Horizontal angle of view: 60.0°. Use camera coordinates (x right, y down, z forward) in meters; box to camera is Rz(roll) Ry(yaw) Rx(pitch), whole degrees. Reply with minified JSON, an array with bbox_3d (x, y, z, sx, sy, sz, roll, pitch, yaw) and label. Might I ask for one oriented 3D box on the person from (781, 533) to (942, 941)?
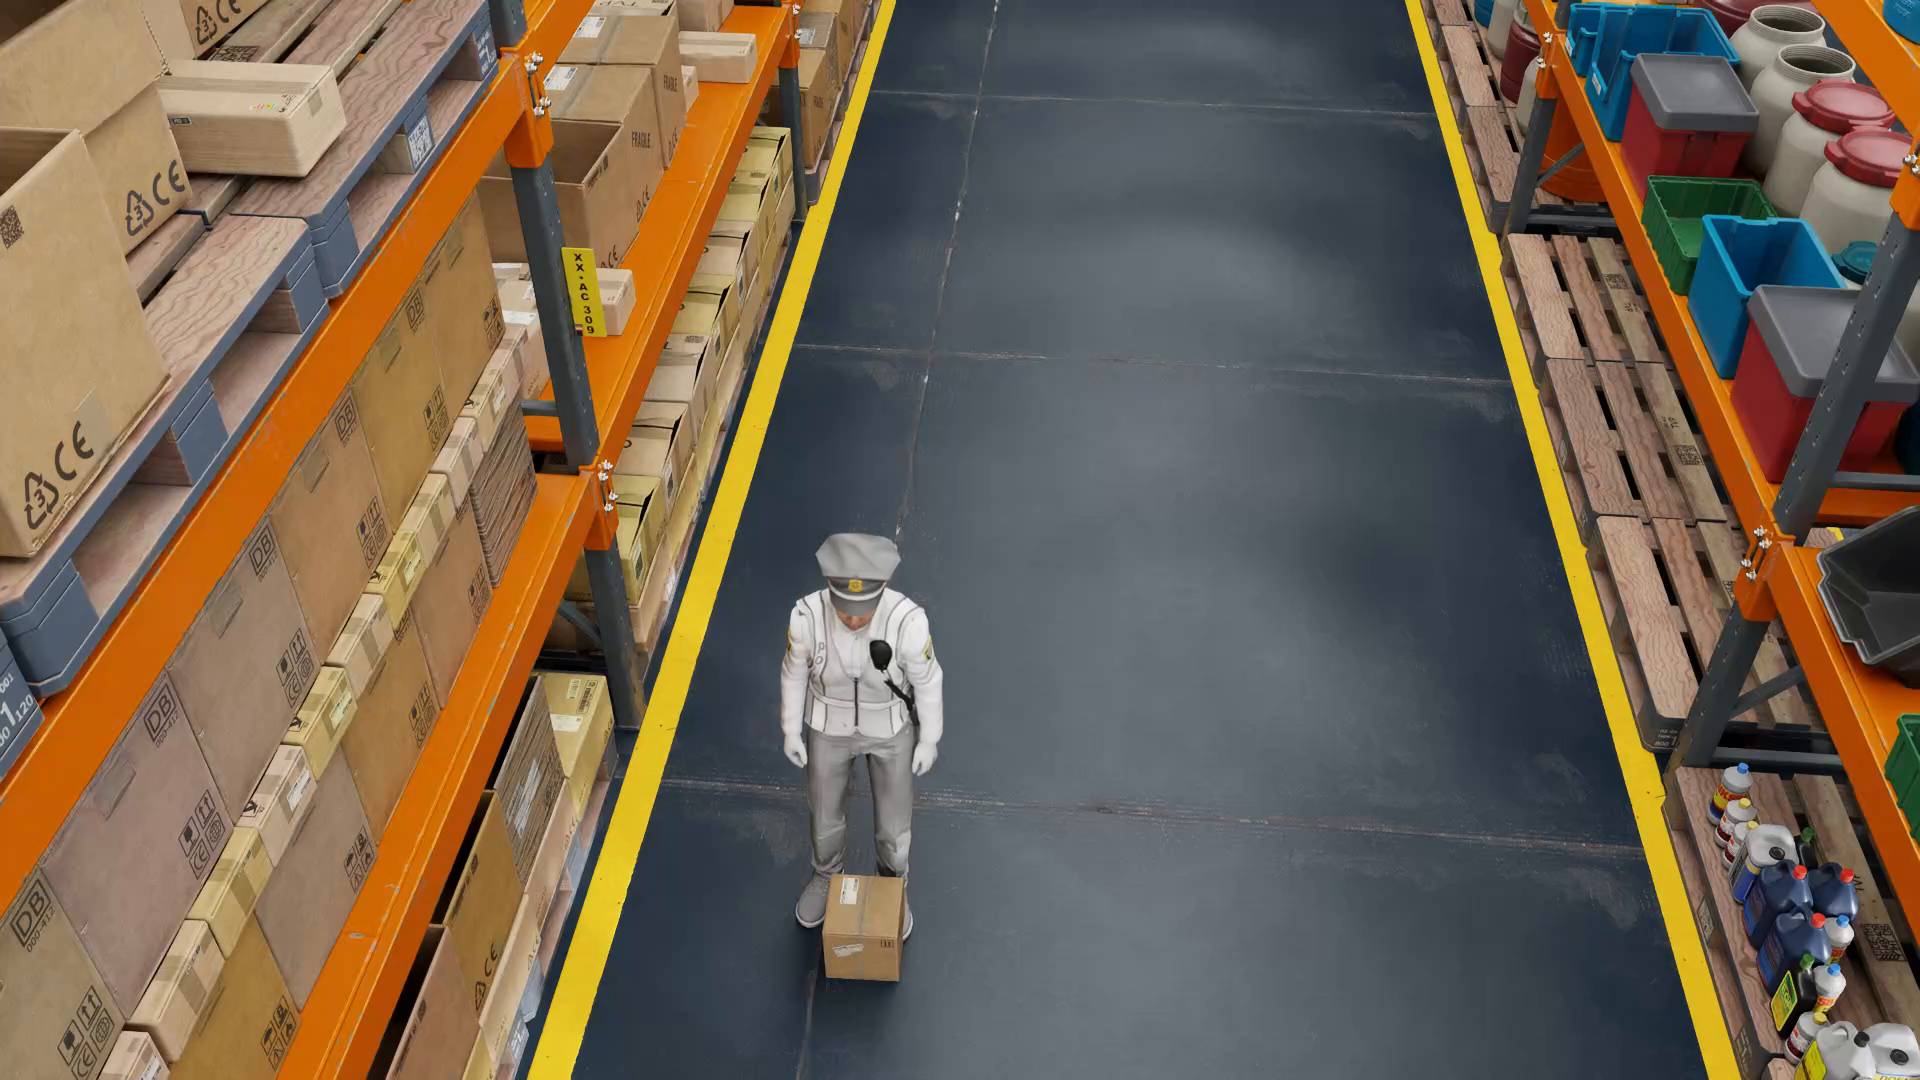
[{"bbox_3d":[-0.320,0.641,5.398,0.526,1.663,0.411,2,40,3],"label":"person"}]
